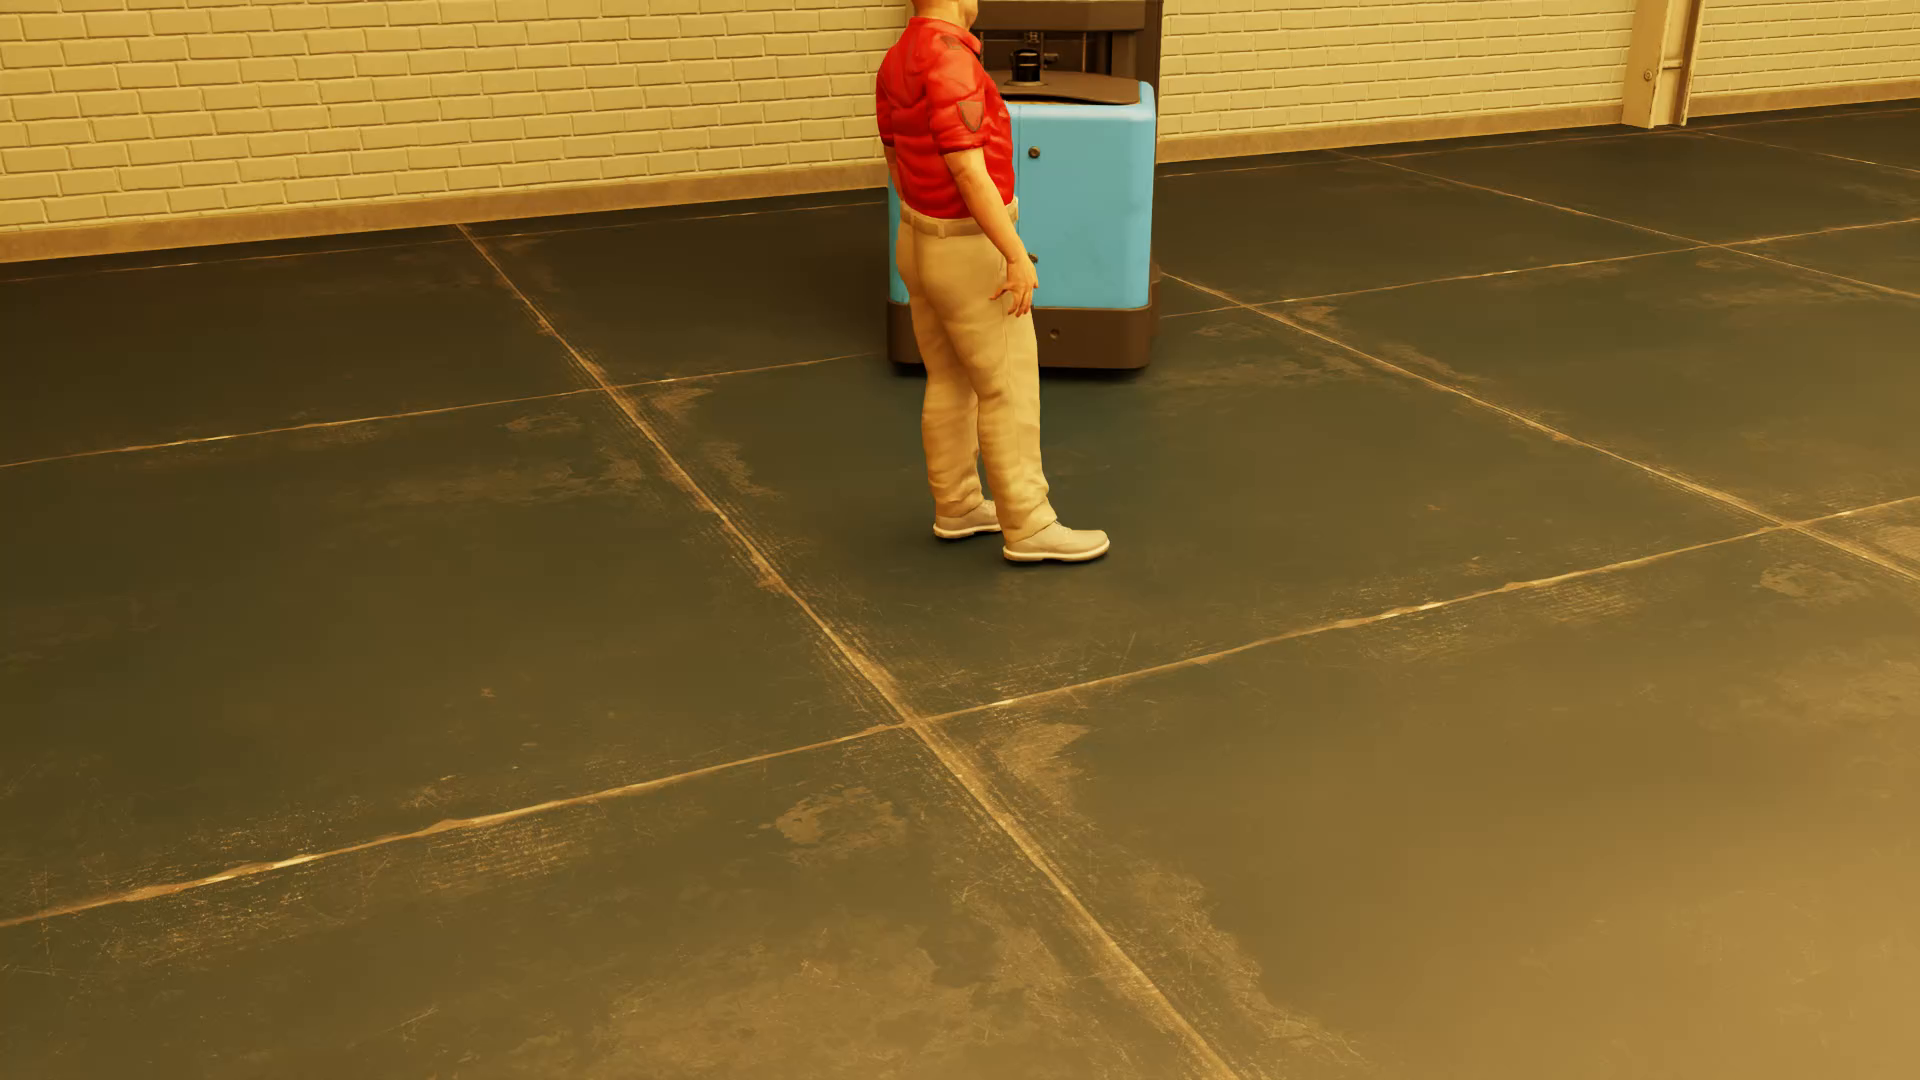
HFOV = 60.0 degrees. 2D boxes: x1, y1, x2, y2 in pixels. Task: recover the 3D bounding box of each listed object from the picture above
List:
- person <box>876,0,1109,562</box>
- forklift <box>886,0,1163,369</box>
[{"bbox_3d":[0.086,-0.816,4.797,0.550,1.727,0.641,-10,25,-23],"label":"person"},{"bbox_3d":[0.363,-2.552,7.428,1.130,2.935,3.031,2,23,5],"label":"forklift"}]
